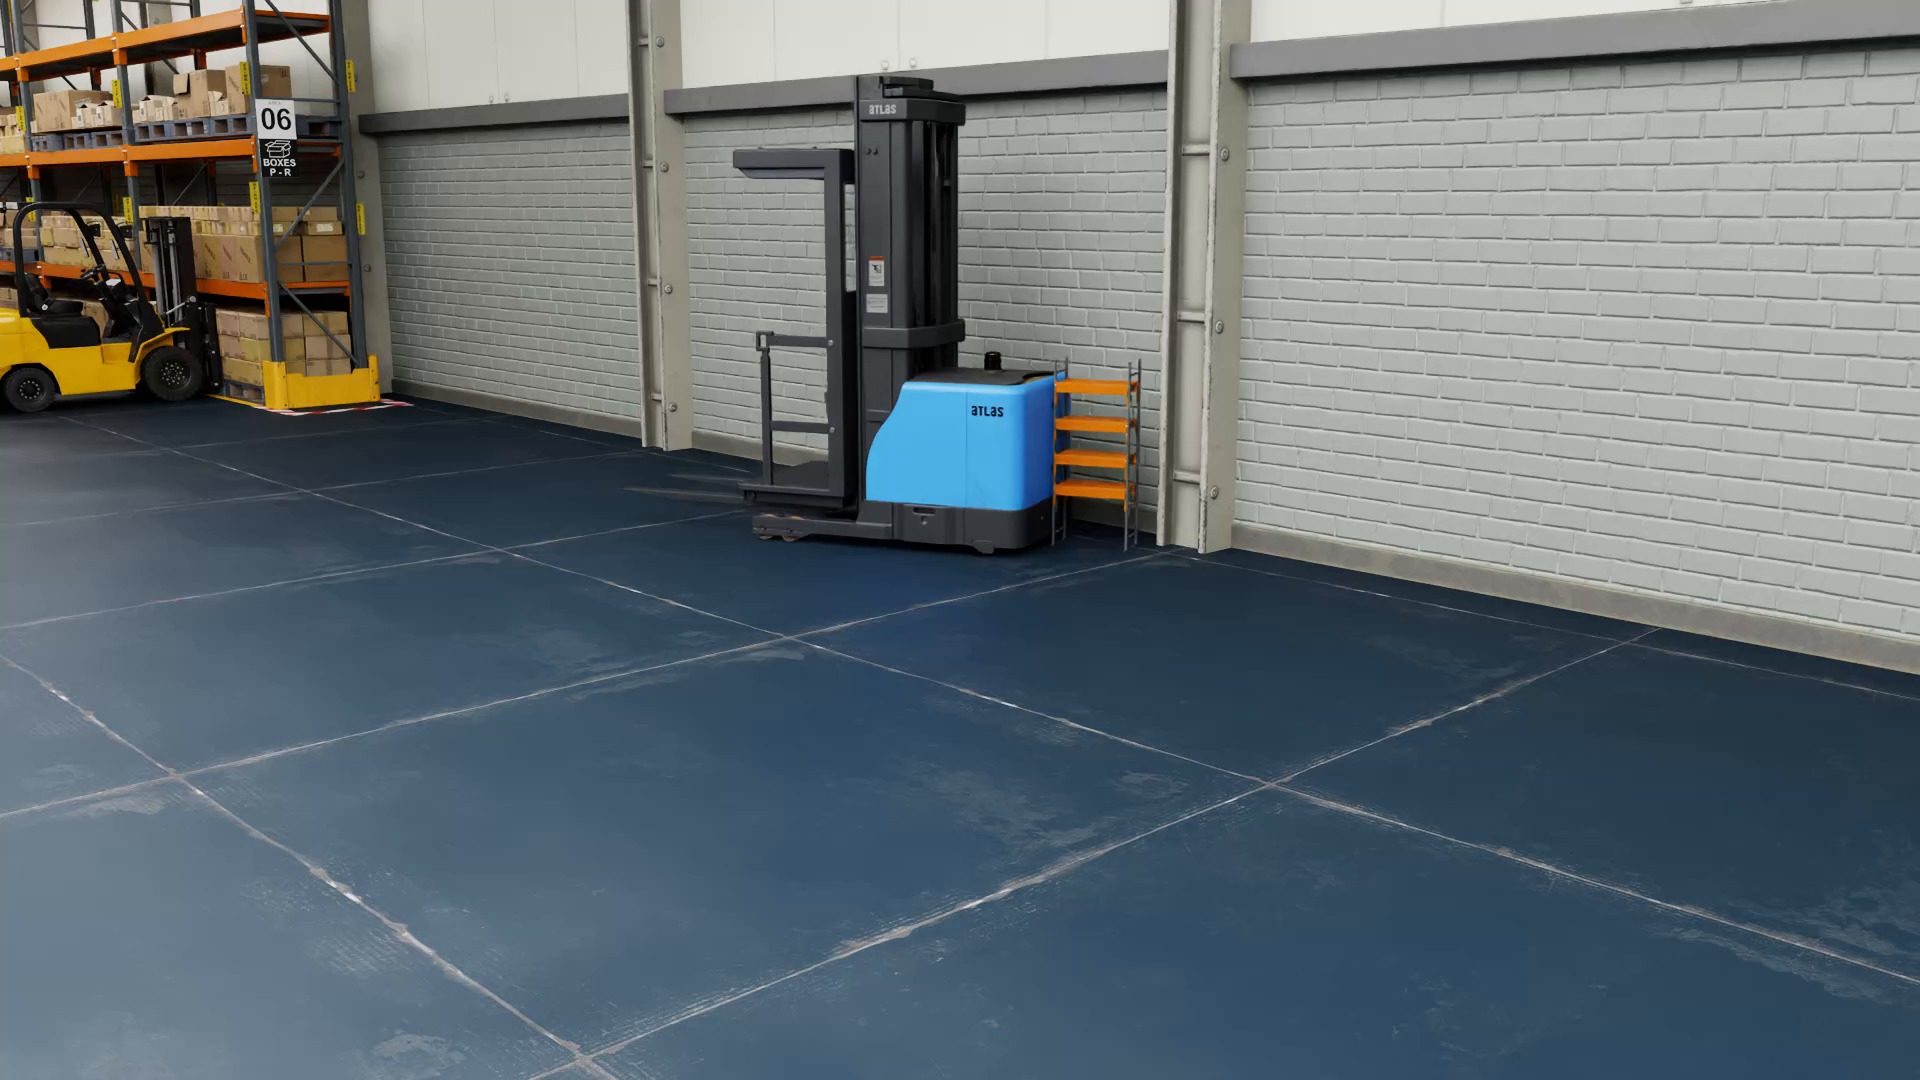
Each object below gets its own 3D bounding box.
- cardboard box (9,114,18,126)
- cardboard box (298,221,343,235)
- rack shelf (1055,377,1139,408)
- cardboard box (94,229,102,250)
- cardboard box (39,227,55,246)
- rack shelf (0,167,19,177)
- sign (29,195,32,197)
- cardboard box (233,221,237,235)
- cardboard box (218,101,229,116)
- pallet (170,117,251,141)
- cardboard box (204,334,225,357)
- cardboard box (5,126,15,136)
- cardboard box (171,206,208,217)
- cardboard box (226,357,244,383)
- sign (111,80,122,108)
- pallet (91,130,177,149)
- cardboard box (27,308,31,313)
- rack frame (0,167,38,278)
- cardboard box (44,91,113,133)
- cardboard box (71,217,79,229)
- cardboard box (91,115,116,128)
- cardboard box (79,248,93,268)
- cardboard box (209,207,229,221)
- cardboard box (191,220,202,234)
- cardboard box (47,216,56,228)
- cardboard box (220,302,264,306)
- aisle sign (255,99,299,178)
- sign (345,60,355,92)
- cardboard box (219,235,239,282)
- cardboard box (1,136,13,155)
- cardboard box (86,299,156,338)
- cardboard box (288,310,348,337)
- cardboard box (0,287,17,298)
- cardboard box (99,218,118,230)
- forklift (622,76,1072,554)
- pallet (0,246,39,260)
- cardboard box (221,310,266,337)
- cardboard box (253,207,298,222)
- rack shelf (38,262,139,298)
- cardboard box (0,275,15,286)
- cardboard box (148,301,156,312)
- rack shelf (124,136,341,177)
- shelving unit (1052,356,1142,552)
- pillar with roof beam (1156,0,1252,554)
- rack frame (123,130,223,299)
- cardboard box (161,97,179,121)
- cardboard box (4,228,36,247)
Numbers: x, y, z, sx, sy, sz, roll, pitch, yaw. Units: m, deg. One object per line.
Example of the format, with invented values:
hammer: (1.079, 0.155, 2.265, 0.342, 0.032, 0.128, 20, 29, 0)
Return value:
cardboard box: (-13.244, -5.955, 23.596, 0.250, 0.149, 0.380, 11, 16, 43)
cardboard box: (-6.989, -3.409, 18.172, 0.250, 0.149, 0.380, 11, 16, 44)
rack shelf: (0.872, -0.940, 10.553, 0.480, 0.148, 0.258, 5, 13, 22)
cardboard box: (-10.938, -3.898, 21.530, 0.500, 0.250, 0.500, -10, 16, -41)
cardboard box: (-12.355, -4.194, 22.967, 0.500, 0.250, 0.500, -11, 16, -43)
rack shelf: (-16.610, -6.117, 27.518, 1.077, 0.370, 4.000, -11, 16, -43)
sign: (-14.830, -5.353, 26.593, 0.100, 0.325, 0.005, -11, 16, -43)
cardboard box: (-7.717, -3.415, 18.198, 0.380, 0.149, 0.250, -11, 16, -42)
cardboard box: (-7.734, -4.637, 17.883, 0.250, 0.149, 0.380, 11, 16, 44)
pallet: (-8.259, -4.668, 18.920, 1.003, 0.211, 1.213, -11, 16, -43)
cardboard box: (-8.215, -2.236, 18.863, 0.500, 0.250, 0.500, -11, 16, -44)
cardboard box: (-13.417, -5.847, 23.806, 0.380, 0.149, 0.250, -11, 16, -43)
cardboard box: (-8.968, -3.818, 19.417, 0.380, 0.149, 0.250, -11, 16, -43)
cardboard box: (-7.832, -1.915, 18.544, 0.500, 0.250, 0.500, -11, 16, -43)
sign: (-10.090, -5.340, 19.904, 0.100, 0.325, 0.005, -11, 16, -43)
pallet: (-10.323, -5.043, 20.997, 1.217, 0.209, 0.805, 11, 16, 43)
cardboard box: (-13.252, -3.212, 24.224, 0.500, 0.500, 0.500, -11, 16, -43)
rack frame: (-15.229, -4.708, 26.332, 1.000, 3.000, 0.127, -11, 16, -43)
cardboard box: (-11.722, -5.698, 22.165, 0.700, 0.500, 0.500, -11, 16, -44)
cardboard box: (-11.561, -4.217, 22.091, 0.380, 0.149, 0.250, -10, 16, -41)
cardboard box: (-10.684, -5.260, 20.909, 0.380, 0.149, 0.250, -11, 16, -43)
cardboard box: (-11.276, -3.728, 21.945, 0.500, 0.250, 0.500, -10, 15, -41)
cardboard box: (-8.113, -3.628, 18.494, 0.380, 0.149, 0.250, -10, 16, -41)
cardboard box: (-8.621, -3.596, 19.077, 0.380, 0.149, 0.250, -11, 16, -44)
cardboard box: (-12.275, -4.365, 22.810, 0.380, 0.149, 0.250, -10, 16, -41)
cardboard box: (-8.524, -2.697, 19.865, 0.500, 0.250, 0.500, -11, 16, -42)
aisle sign: (-7.109, -4.180, 17.324, 0.394, 0.787, 0.004, -11, 16, -43)
sign: (-6.537, -4.970, 17.804, 0.100, 0.325, 0.005, -11, 16, -43)
cardboard box: (-7.824, -3.118, 18.366, 0.500, 0.500, 0.500, -10, 15, -41)
cardboard box: (-13.345, -5.635, 23.766, 0.500, 0.250, 0.500, -11, 16, -42)
cardboard box: (-11.124, -2.882, 22.310, 0.625, 0.625, 0.875, 11, 16, 43)
cardboard box: (-7.137, -2.402, 18.434, 0.500, 0.250, 0.500, -11, 16, -43)
cardboard box: (-14.397, -3.773, 25.337, 0.380, 0.149, 0.250, -11, 16, -43)
cardboard box: (-10.701, -4.025, 21.157, 0.250, 0.149, 0.380, 11, 16, 43)
forklift: (-0.820, -1.517, 11.013, 3.031, 2.935, 1.130, 5, 13, 22)
pallet: (-13.813, -4.314, 24.892, 1.003, 0.211, 1.213, -11, 16, -43)
cardboard box: (-7.843, -2.403, 18.438, 0.500, 0.250, 0.500, -11, 16, -42)
cardboard box: (-7.342, -3.492, 17.837, 0.380, 0.149, 0.250, -11, 16, -42)
rack shelf: (-11.086, -3.480, 22.154, 1.077, 0.370, 4.000, -11, 16, -43)
cardboard box: (-14.960, -4.033, 25.860, 0.250, 0.149, 0.380, 11, 16, 42)
cardboard box: (-9.597, -2.775, 20.244, 0.500, 0.250, 0.500, -11, 16, -43)
rack shelf: (-8.323, -4.366, 19.018, 1.077, 0.370, 4.000, -11, 16, -43)
shelving unit: (0.872, -0.555, 10.633, 0.503, 1.200, 0.258, 5, 13, 22)
pillar with roof beam: (-1.598, -3.771, 6.916, 9.100, 9.000, 0.400, -11, 16, -43)
rack frame: (-9.705, -3.541, 20.665, 1.000, 3.000, 0.127, -11, 16, -43)
cardboard box: (-8.899, -4.940, 19.066, 0.258, 0.266, 0.396, 11, 16, 44)
cardboard box: (-13.430, -4.366, 23.999, 0.500, 0.250, 0.500, 11, 16, 42)
